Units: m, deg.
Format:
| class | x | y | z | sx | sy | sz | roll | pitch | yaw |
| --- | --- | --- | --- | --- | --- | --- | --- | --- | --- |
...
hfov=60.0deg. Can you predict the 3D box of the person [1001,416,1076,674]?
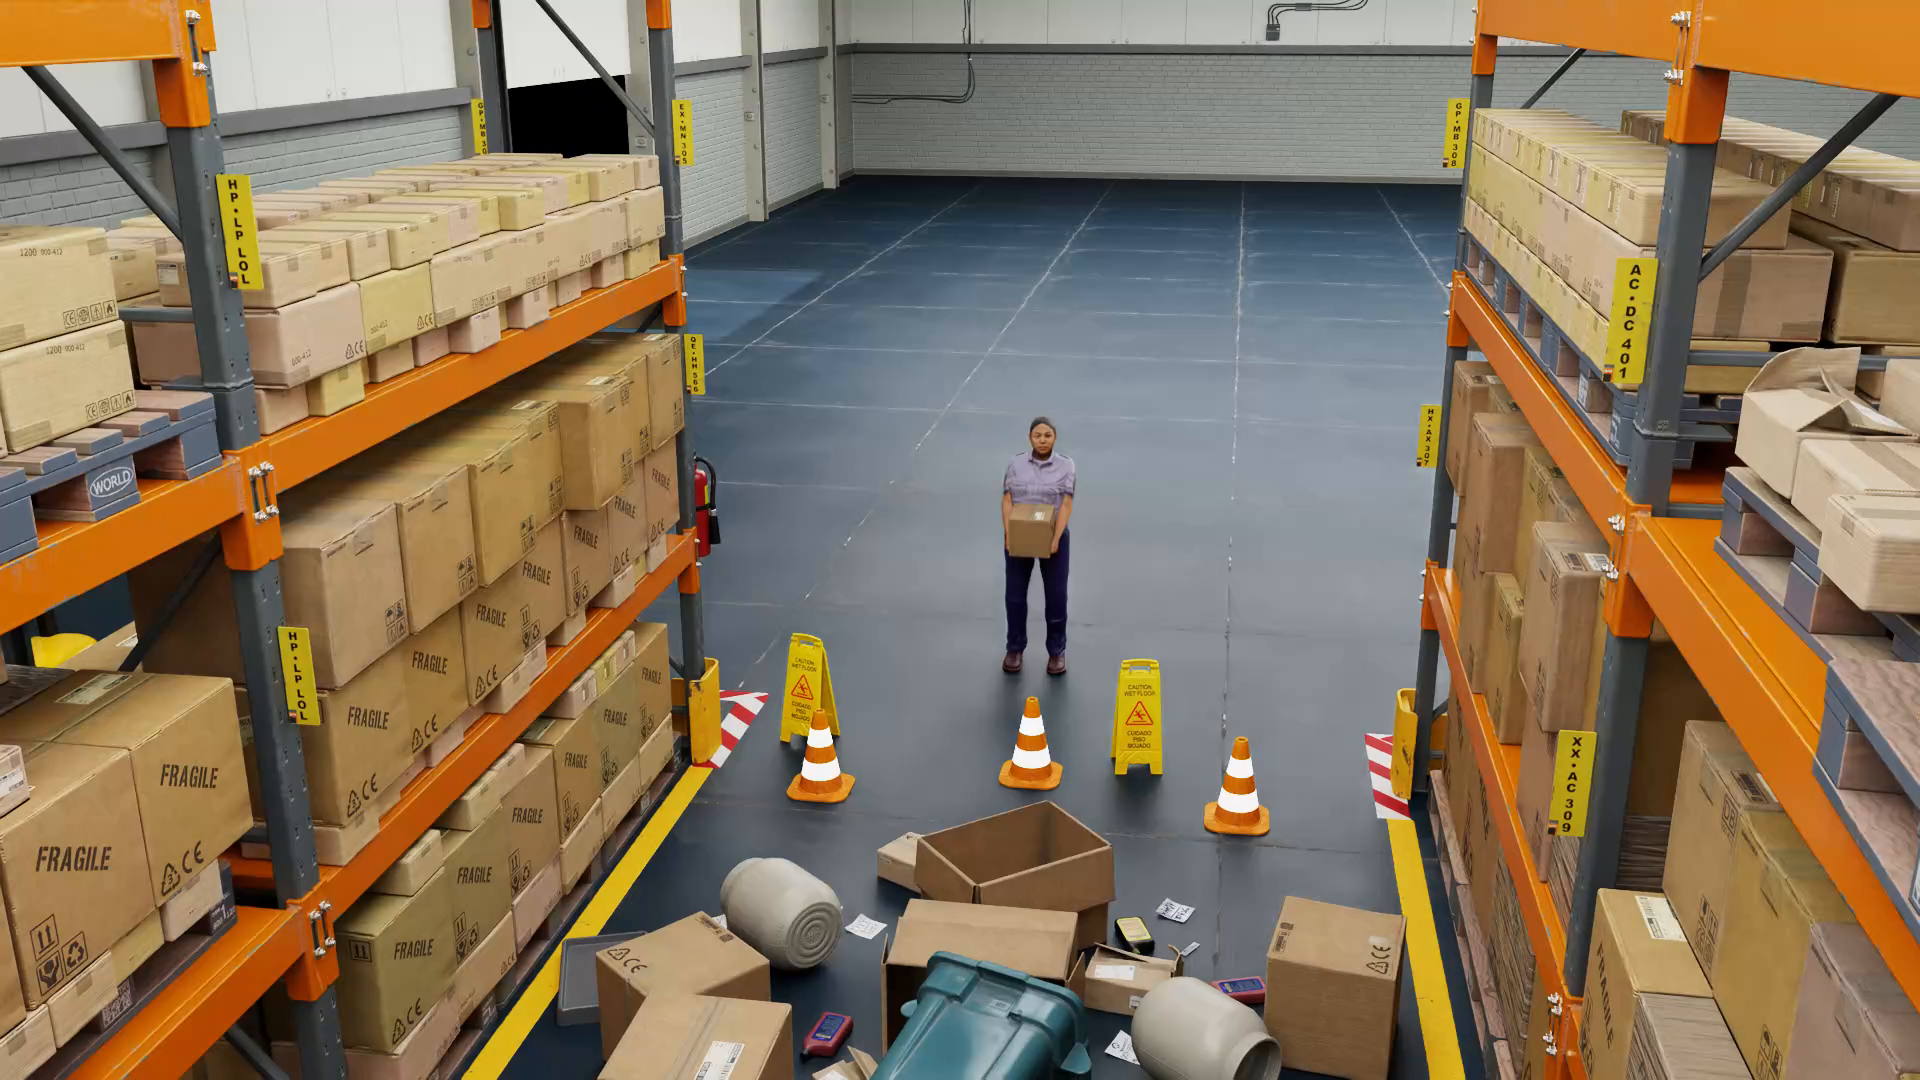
| class | x | y | z | sx | sy | sz | roll | pitch | yaw |
| --- | --- | --- | --- | --- | --- | --- | --- | --- | --- |
| person | 0.479 | 0.058 | 10.440 | 0.453 | 1.625 | 0.515 | 3 | 18 | 10 |
